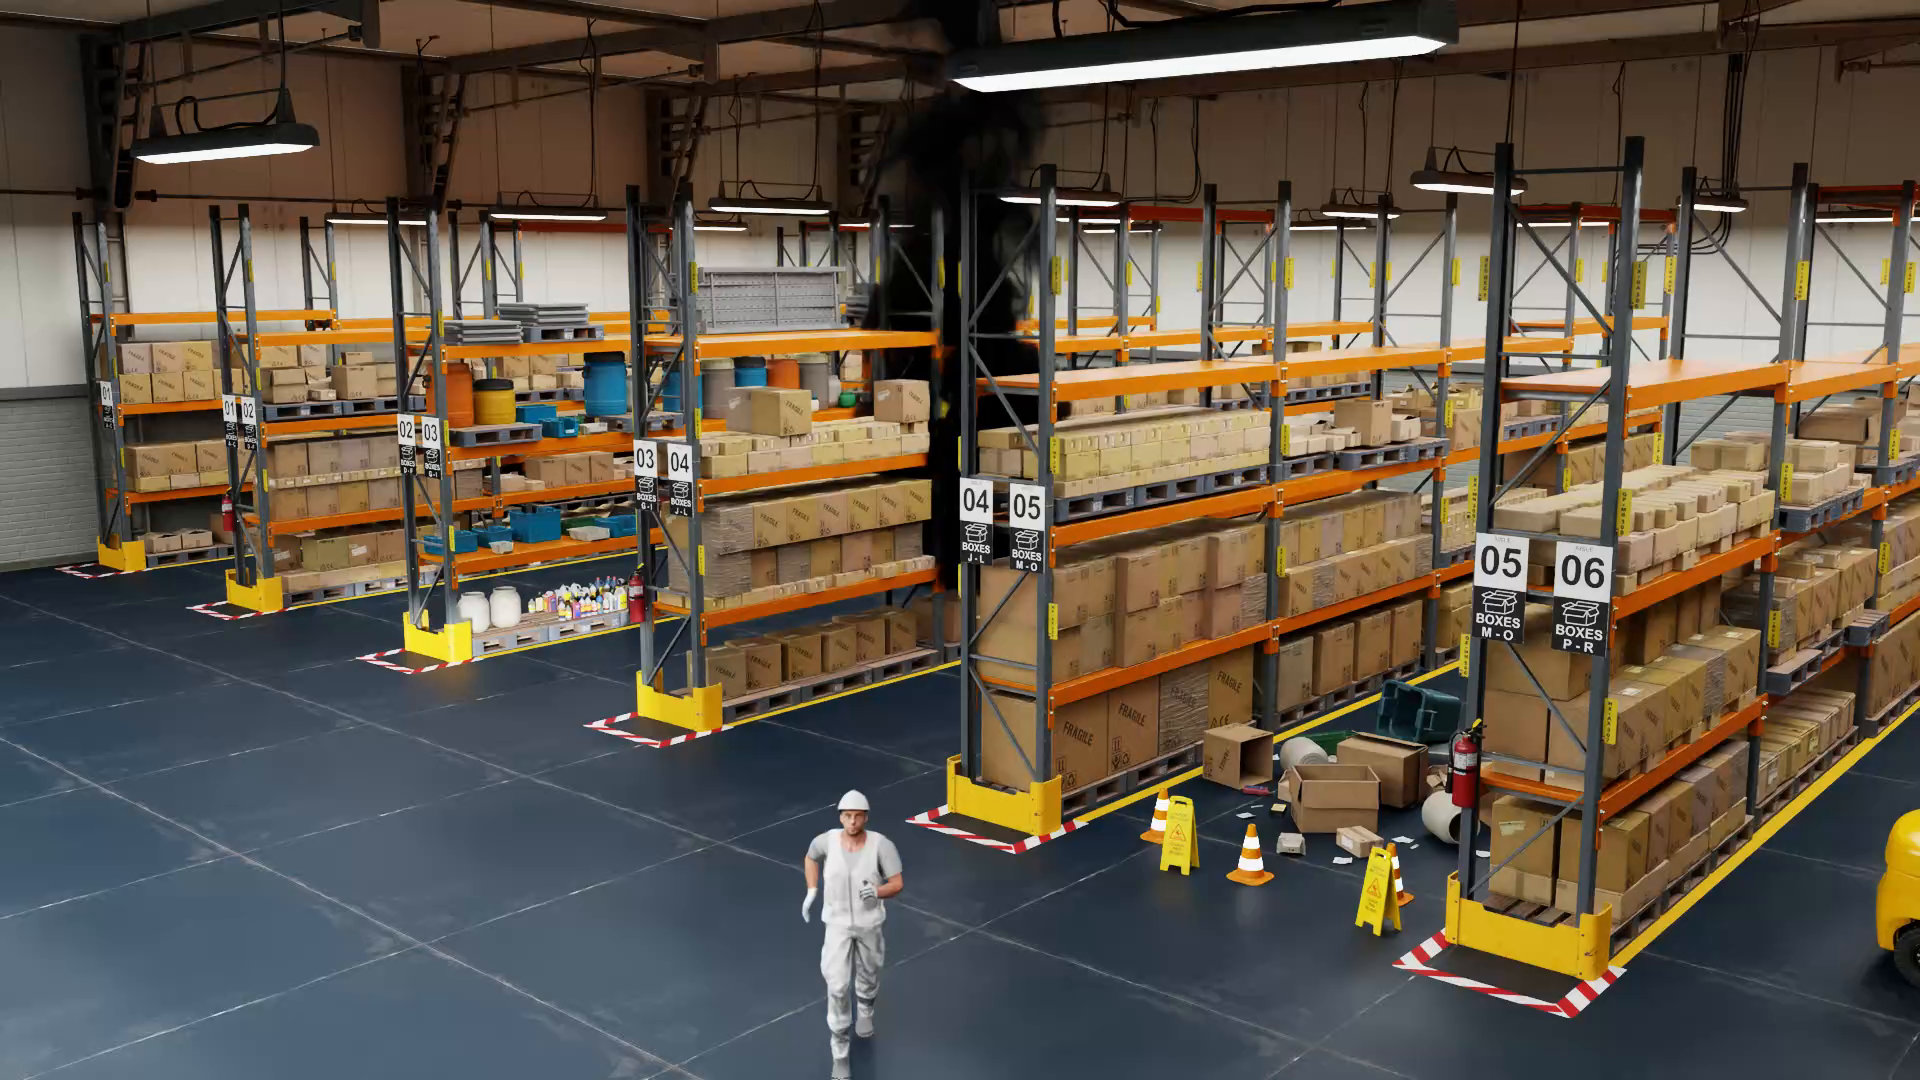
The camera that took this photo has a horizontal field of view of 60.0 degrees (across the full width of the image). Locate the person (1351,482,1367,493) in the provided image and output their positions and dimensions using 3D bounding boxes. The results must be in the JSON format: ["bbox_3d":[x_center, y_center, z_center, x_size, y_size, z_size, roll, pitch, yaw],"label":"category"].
[{"bbox_3d":[6.642,-0.228,27.455,0.701,1.728,0.543,7,12,35],"label":"person"}]

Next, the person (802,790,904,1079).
[{"bbox_3d":[-0.692,2.508,10.764,0.653,1.838,0.830,-1,9,-4],"label":"person"}]
